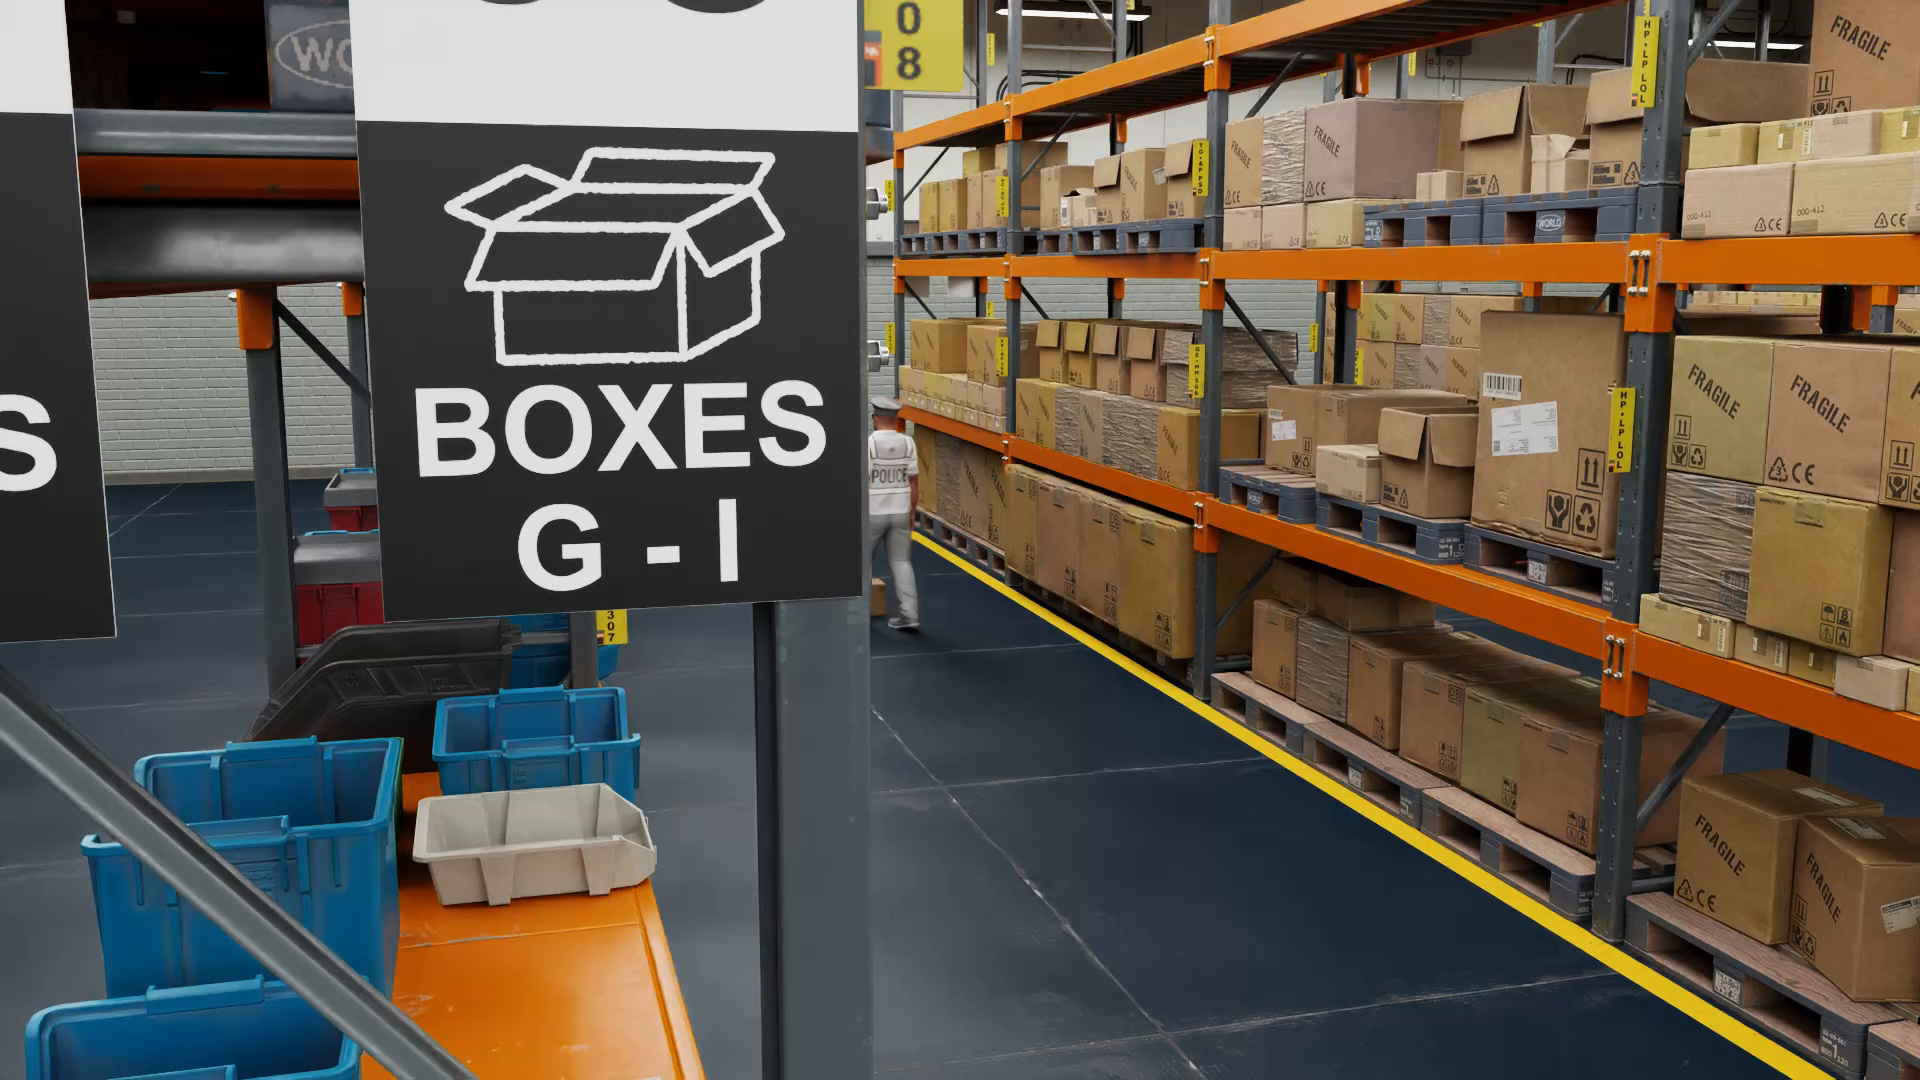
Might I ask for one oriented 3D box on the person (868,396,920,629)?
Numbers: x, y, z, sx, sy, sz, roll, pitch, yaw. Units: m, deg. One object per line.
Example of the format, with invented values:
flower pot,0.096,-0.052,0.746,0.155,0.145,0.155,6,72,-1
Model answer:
person,-0.614,-0.210,12.604,0.548,1.761,0.697,-5,10,-27
